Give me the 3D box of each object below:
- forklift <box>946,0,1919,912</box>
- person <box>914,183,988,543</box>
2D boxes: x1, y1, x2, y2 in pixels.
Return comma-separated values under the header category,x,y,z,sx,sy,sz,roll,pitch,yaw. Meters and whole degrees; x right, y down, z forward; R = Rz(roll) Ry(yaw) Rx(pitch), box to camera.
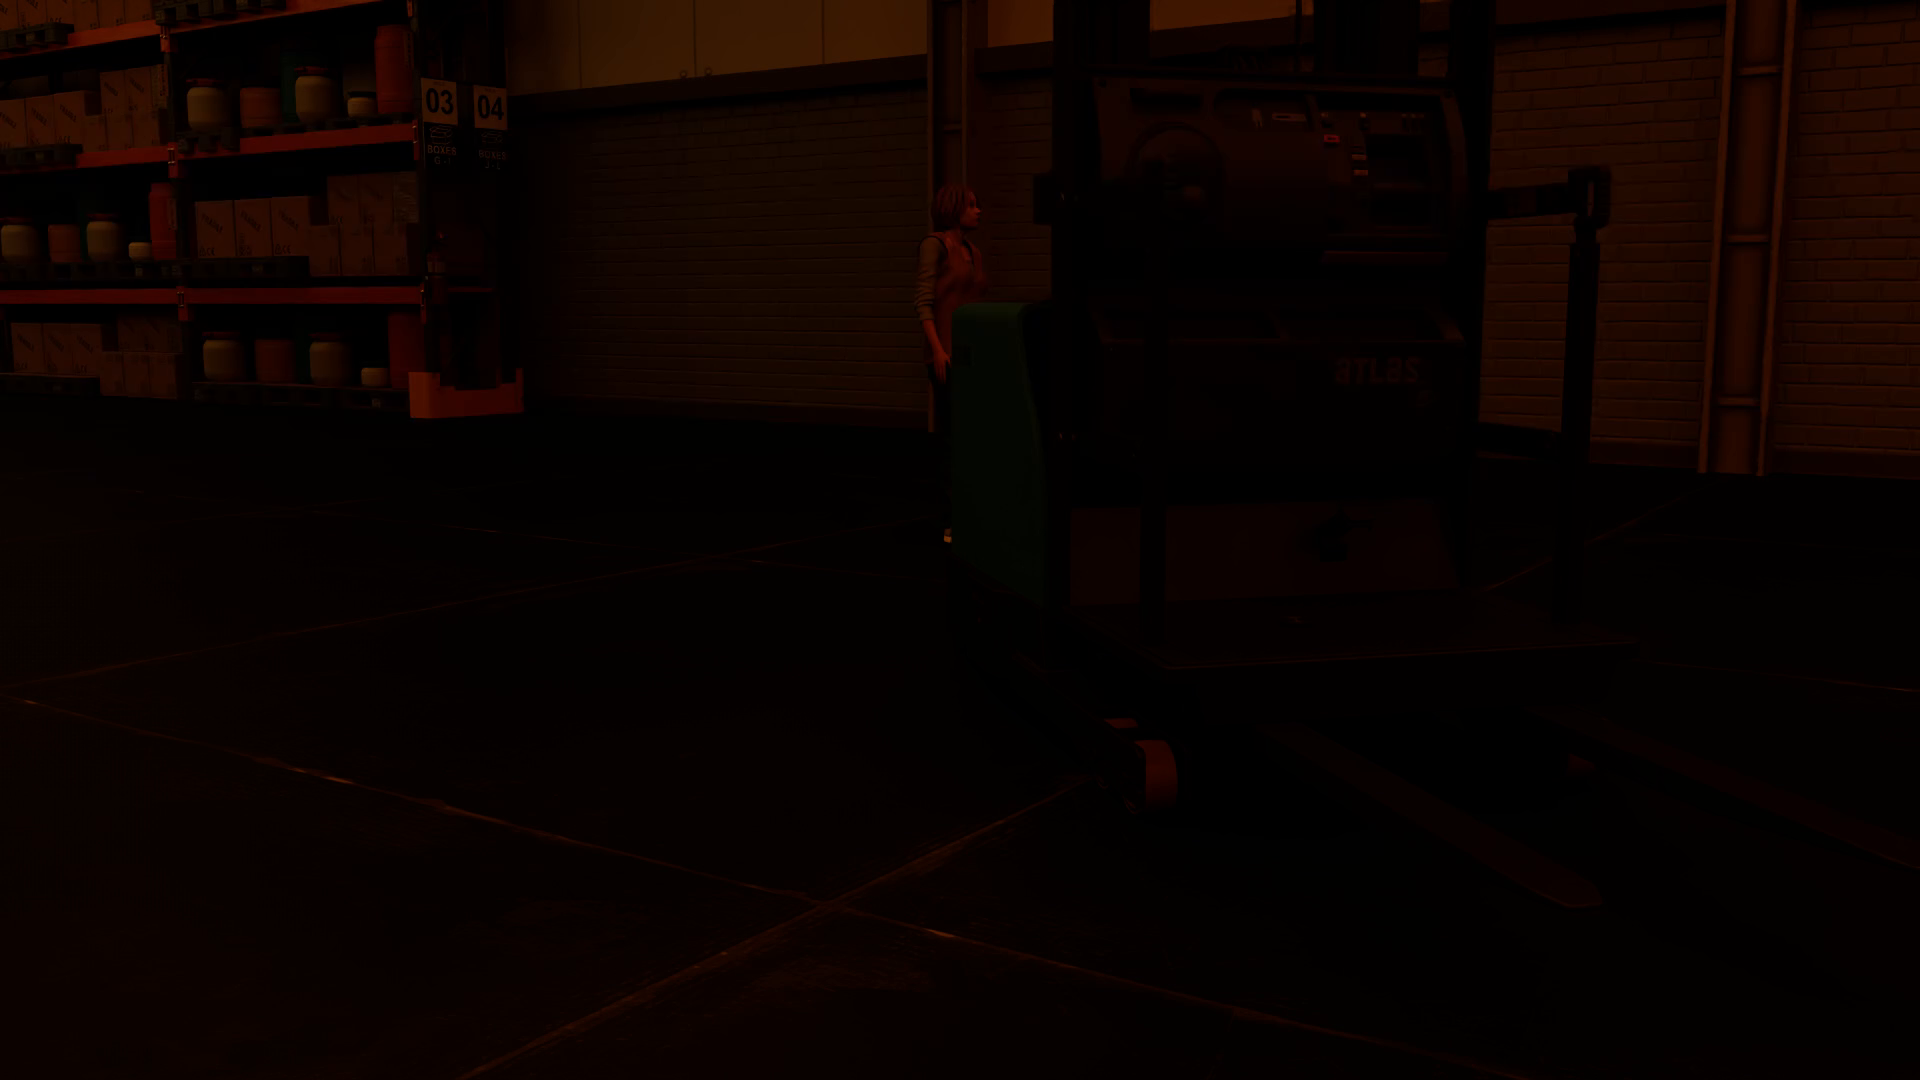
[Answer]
category,x,y,z,sx,sy,sz,roll,pitch,yaw
forklift,0.815,-0.927,3.713,1.130,2.935,3.031,-2,8,-14
person,0.053,-0.791,7.438,0.476,1.597,0.520,5,10,34
